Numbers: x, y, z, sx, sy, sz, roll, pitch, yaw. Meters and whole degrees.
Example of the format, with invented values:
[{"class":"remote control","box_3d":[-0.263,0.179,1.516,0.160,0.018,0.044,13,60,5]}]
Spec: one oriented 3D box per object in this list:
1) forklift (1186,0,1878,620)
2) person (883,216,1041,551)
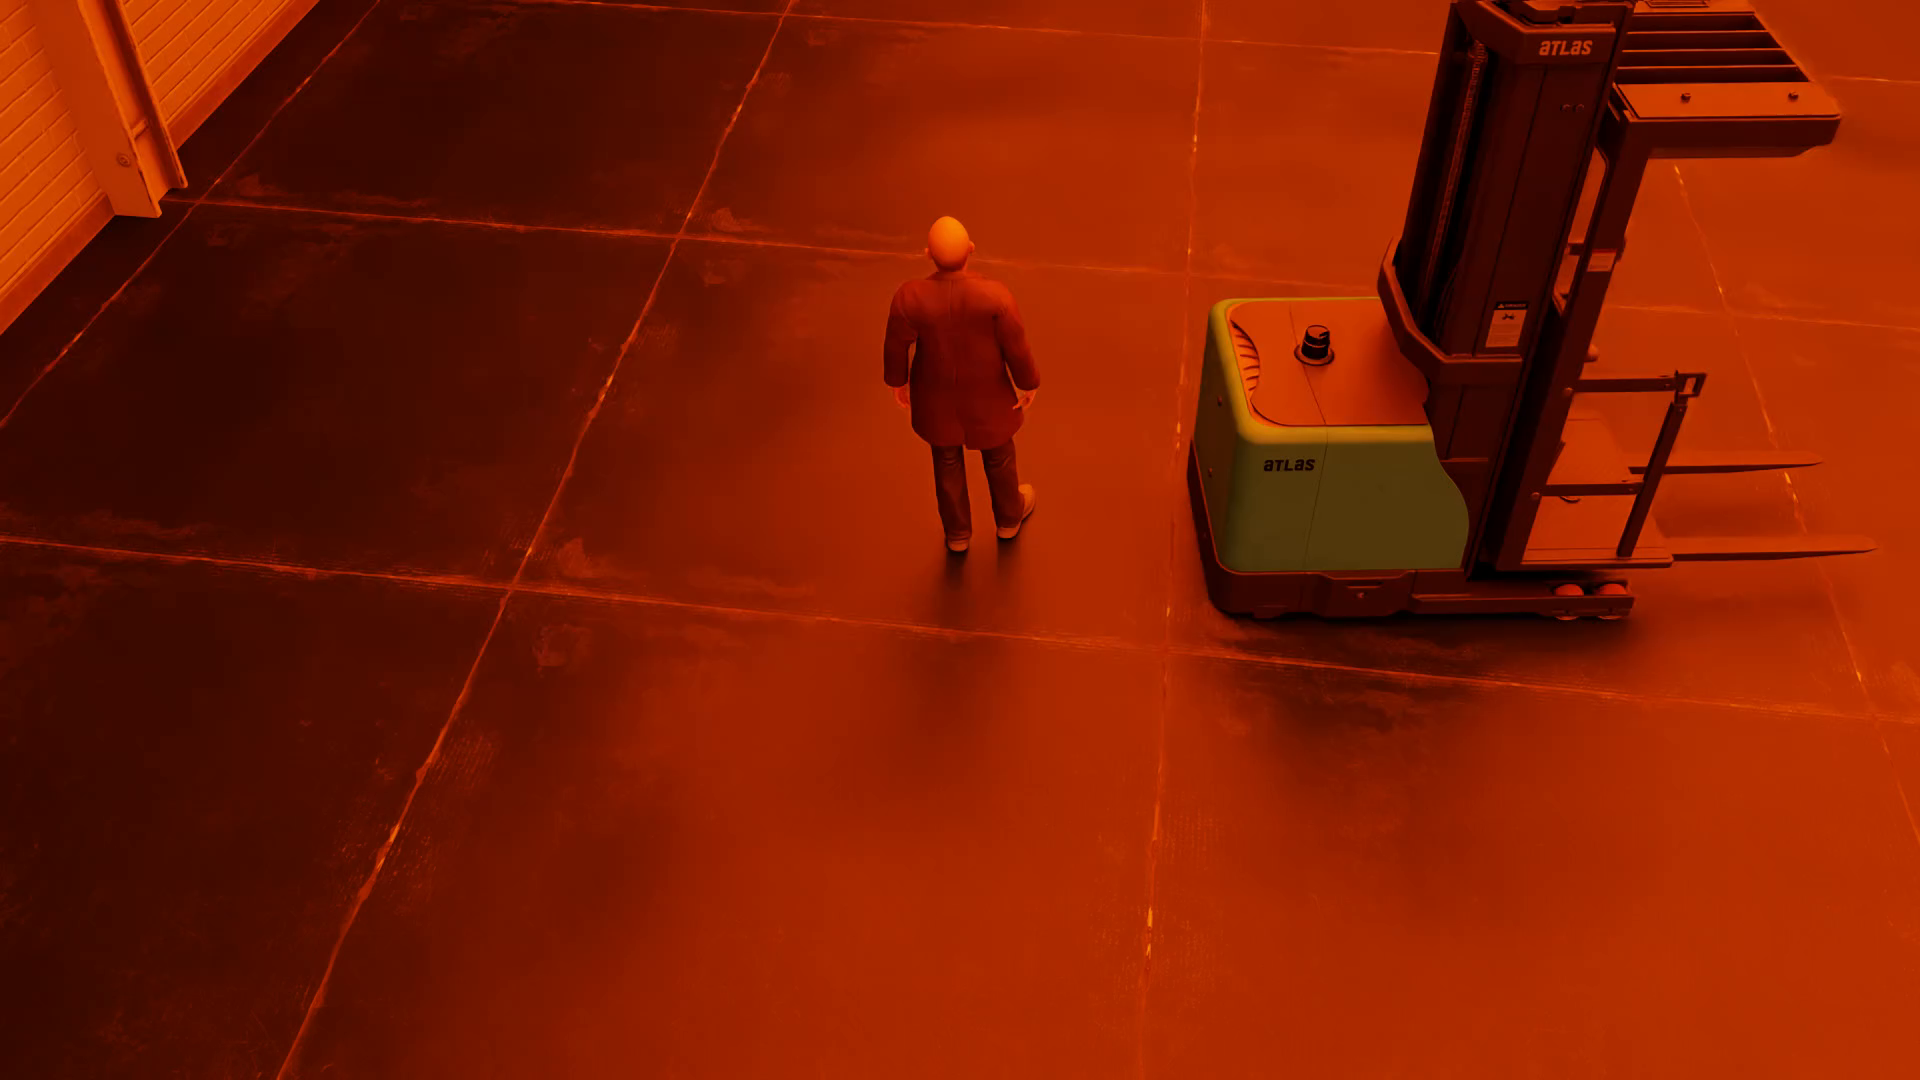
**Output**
[{"class":"forklift","box_3d":[2.632,-1.079,6.899,3.031,2.935,1.130,-1,43,-1]},{"class":"person","box_3d":[0.017,-0.646,7.419,0.696,1.573,0.582,5,43,6]}]
